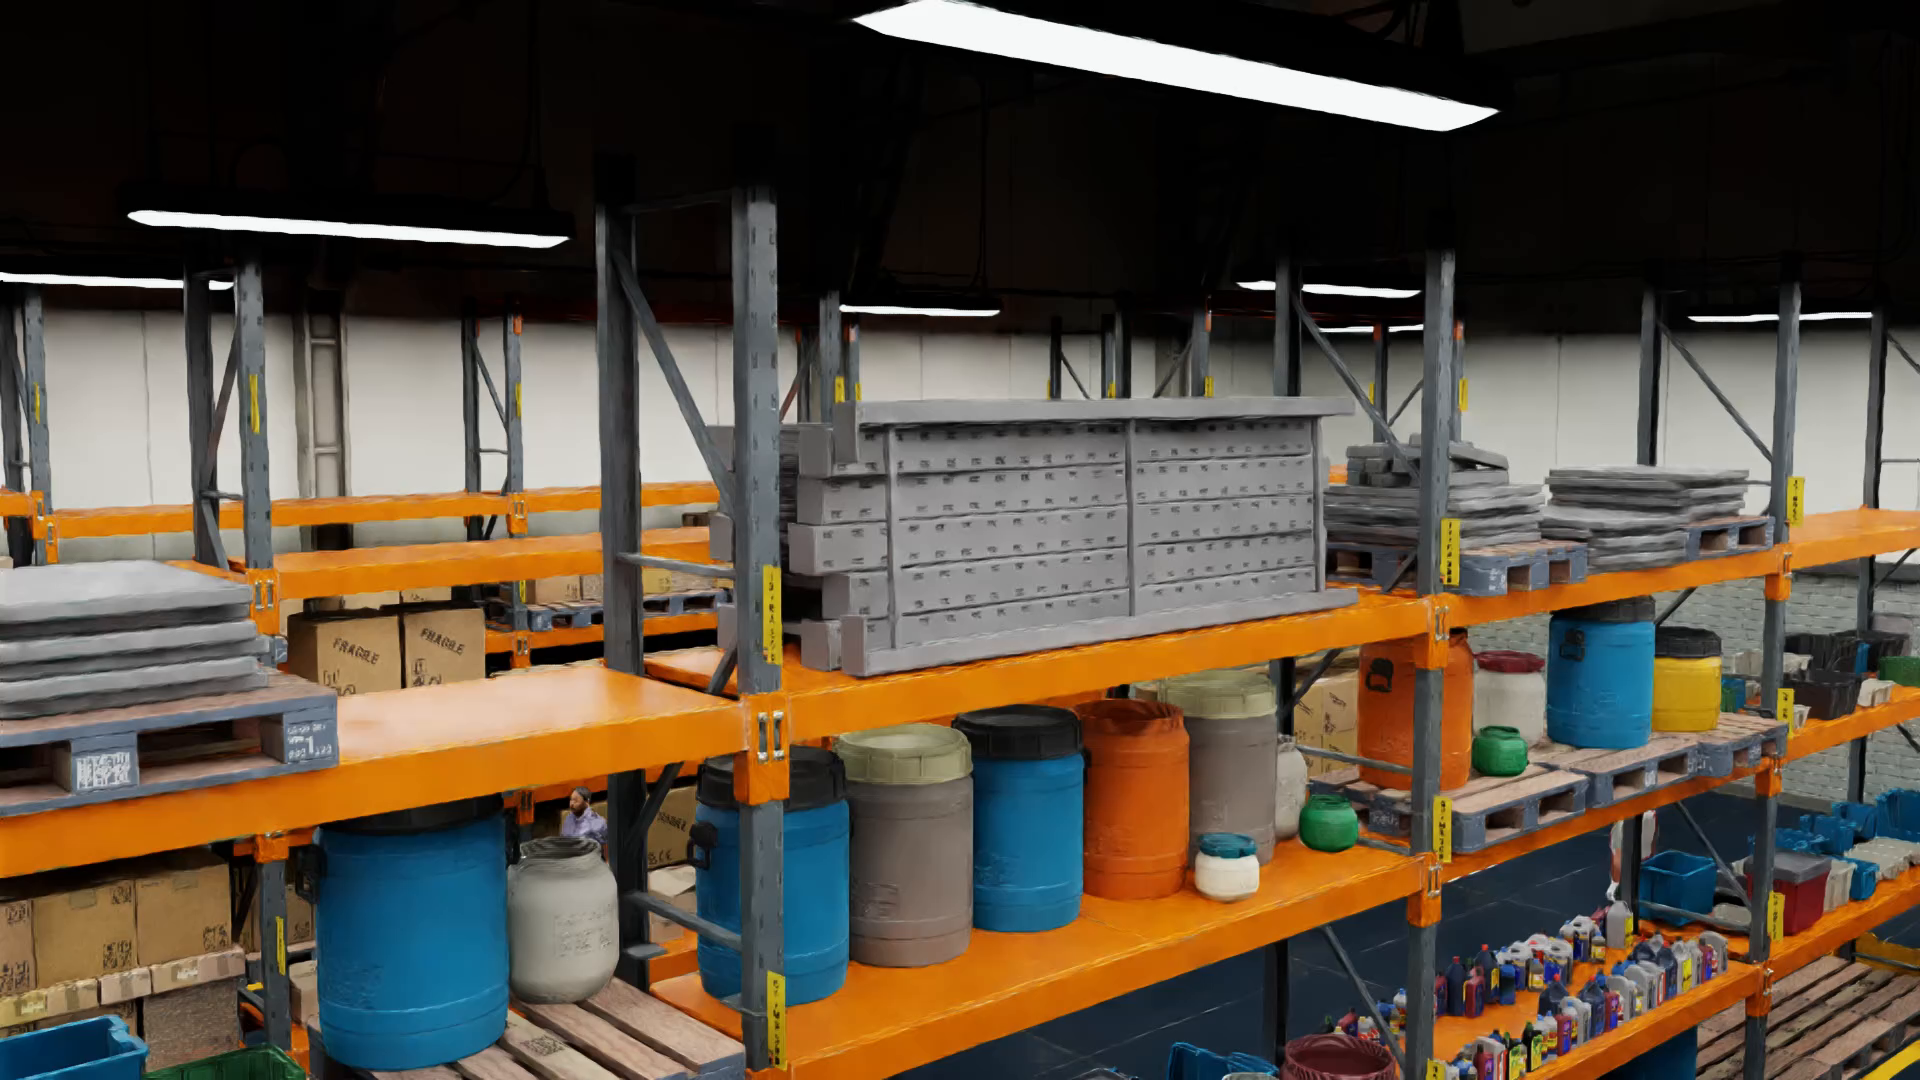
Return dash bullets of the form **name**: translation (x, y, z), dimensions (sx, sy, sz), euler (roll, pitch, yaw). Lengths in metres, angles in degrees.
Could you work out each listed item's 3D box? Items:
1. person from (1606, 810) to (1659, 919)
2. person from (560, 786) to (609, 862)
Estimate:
- **person**: translation (5.744, 2.916, 14.265), dimensions (0.634, 1.789, 0.397), euler (-4, 7, -38)
- **person**: translation (-3.348, 2.964, 14.837), dimensions (0.478, 1.580, 0.999), euler (5, 7, 41)
